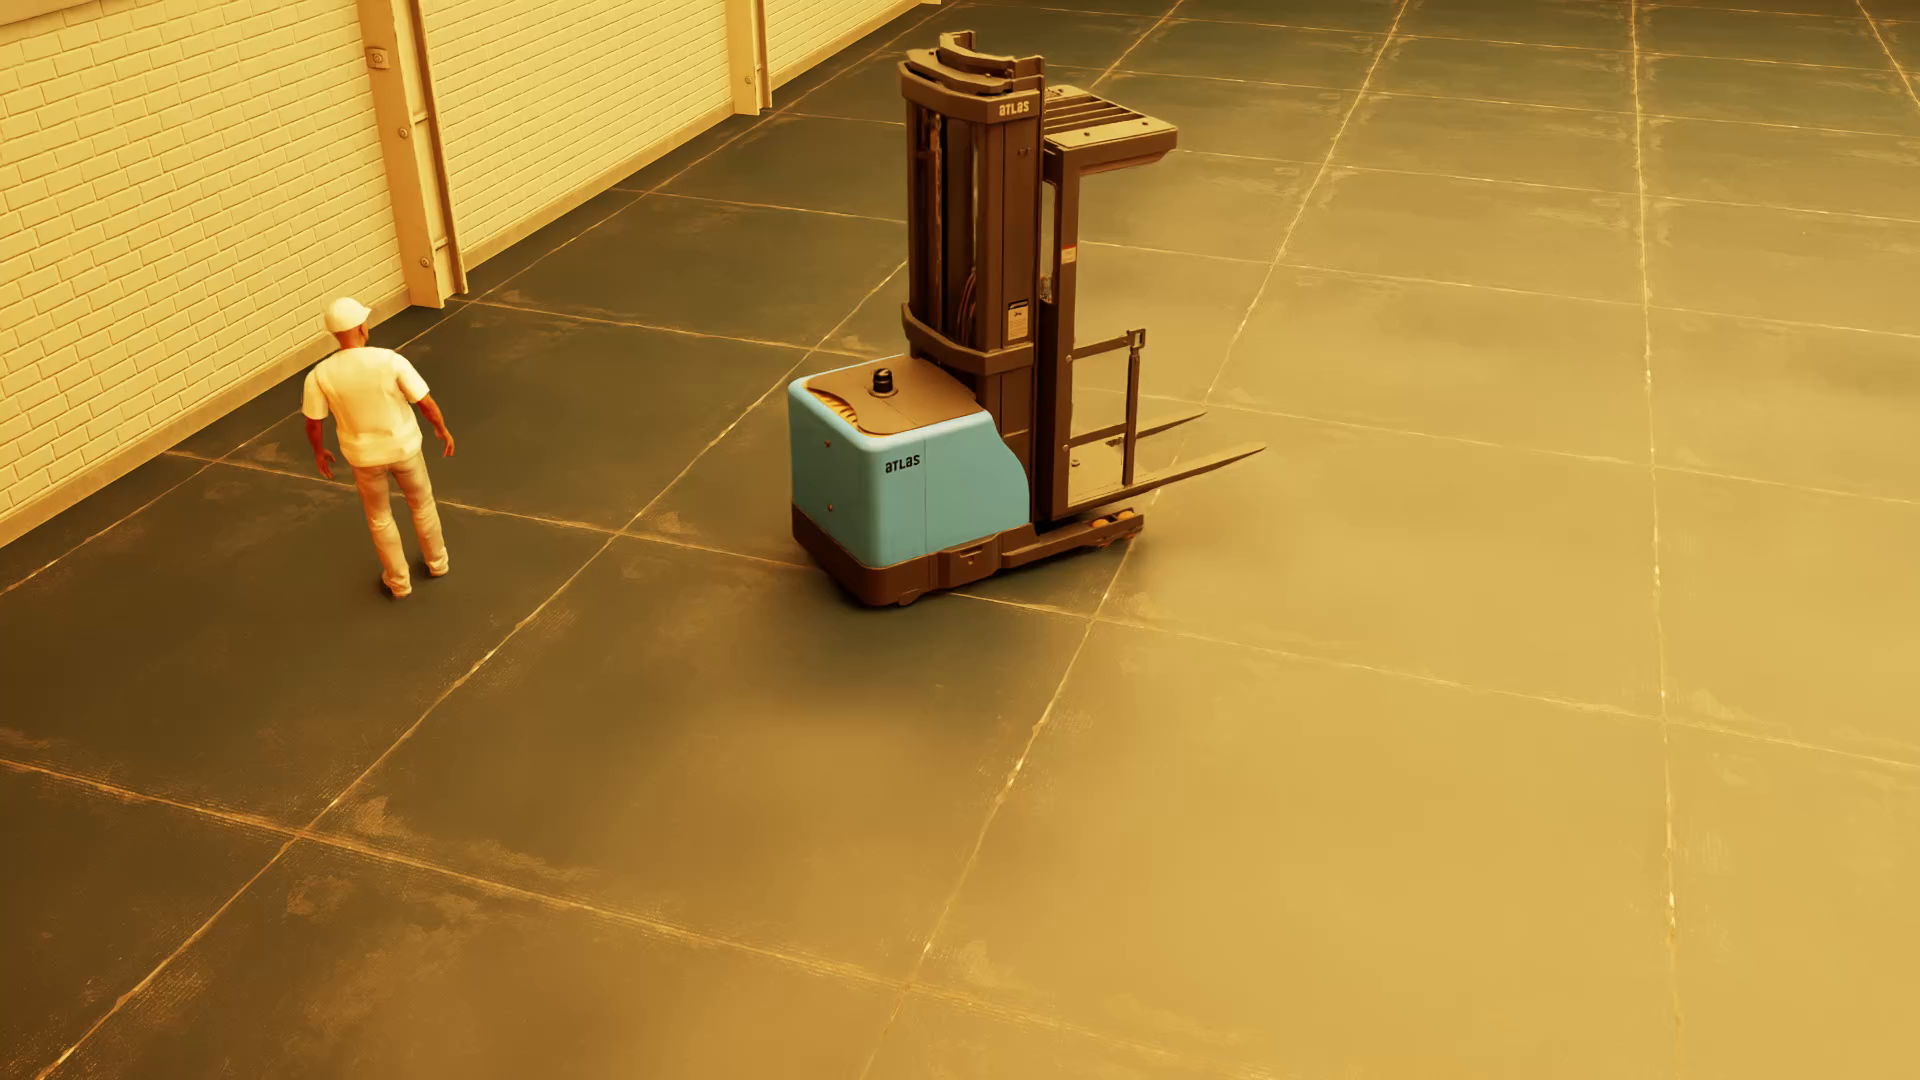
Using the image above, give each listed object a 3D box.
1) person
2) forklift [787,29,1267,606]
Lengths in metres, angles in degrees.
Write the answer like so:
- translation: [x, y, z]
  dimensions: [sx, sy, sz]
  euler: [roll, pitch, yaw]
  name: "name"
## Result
- translation: [-3.218, -0.541, 9.269]
  dimensions: [0.753, 1.760, 0.545]
  euler: [-9, 31, -16]
  name: "person"
- translation: [0.518, -1.435, 9.654]
  dimensions: [3.031, 2.935, 1.130]
  euler: [-17, 34, -27]
  name: "forklift"
